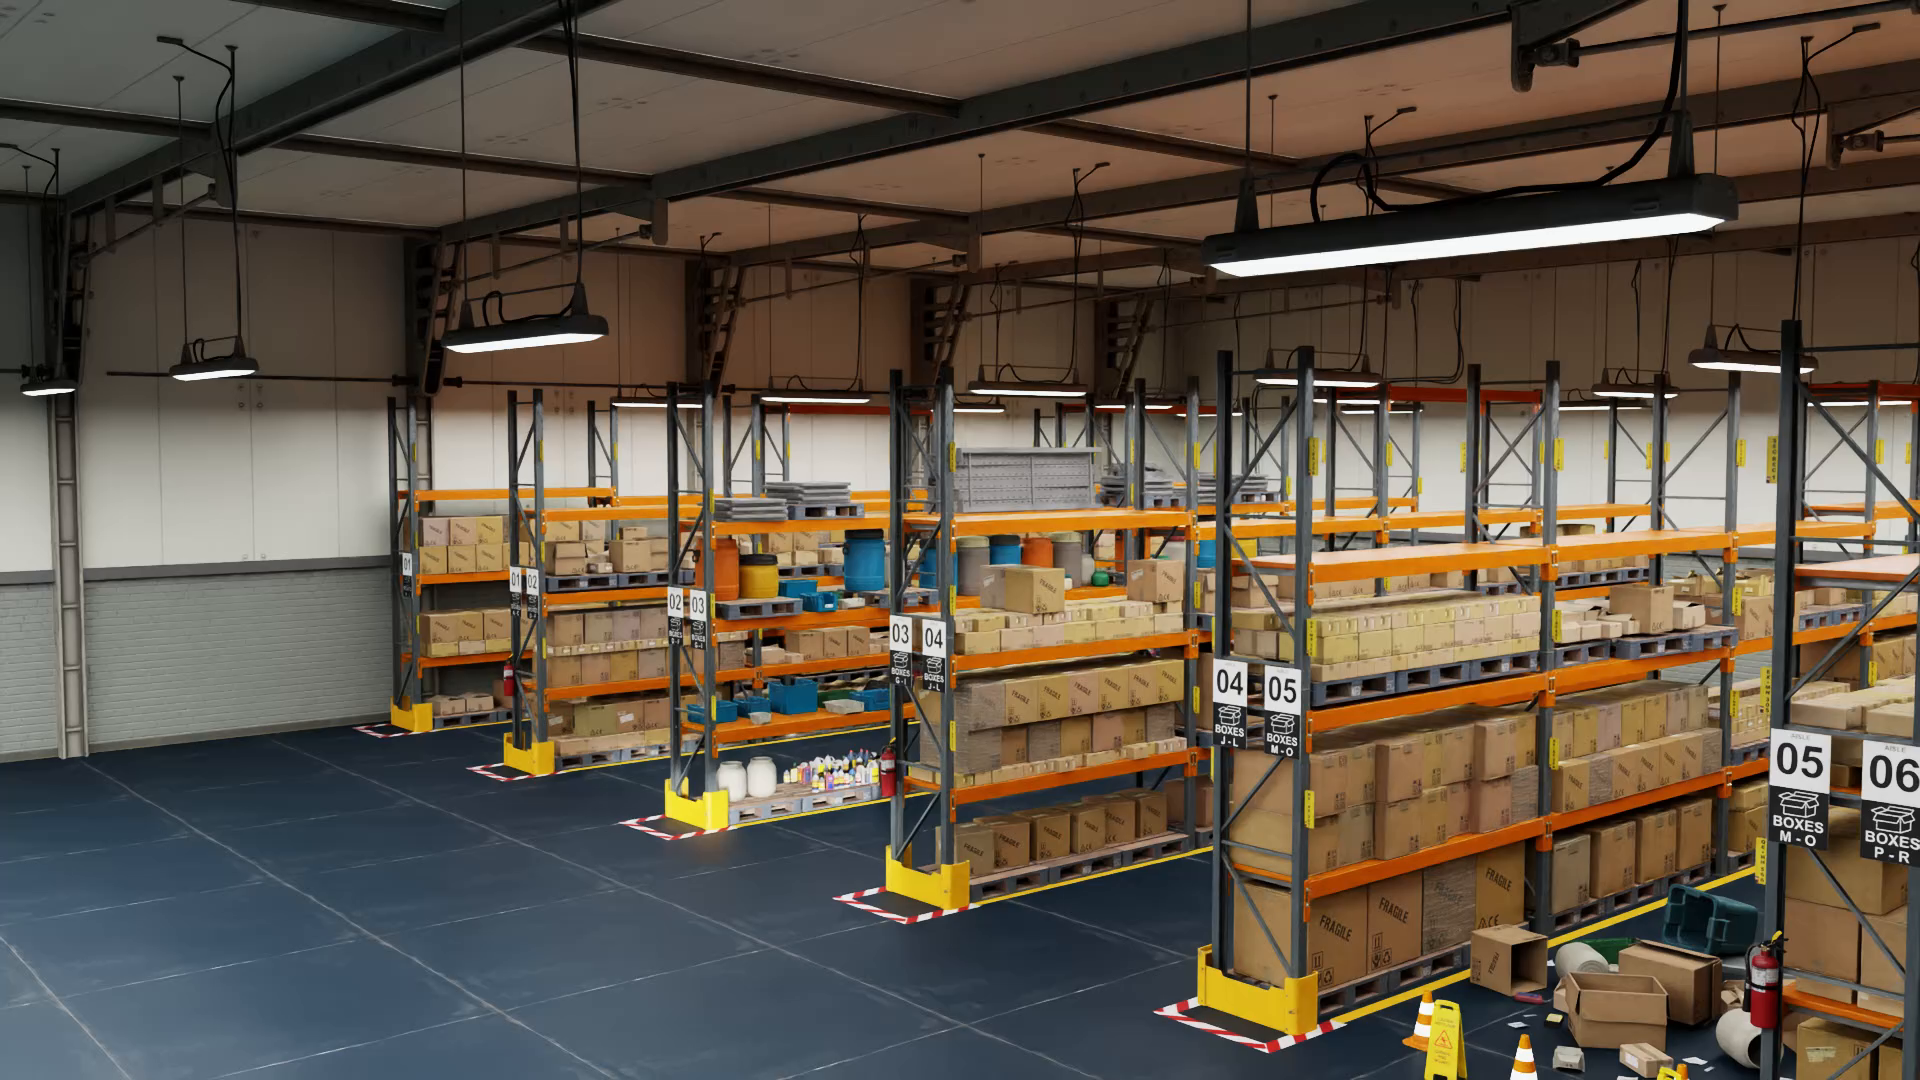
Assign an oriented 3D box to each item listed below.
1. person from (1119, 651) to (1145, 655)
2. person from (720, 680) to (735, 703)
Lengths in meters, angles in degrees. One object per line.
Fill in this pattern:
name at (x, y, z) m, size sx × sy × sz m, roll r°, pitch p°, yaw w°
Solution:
person at (3.029, 2.526, 30.109) m, size 0.683 × 1.775 × 0.880 m, roll 3°, pitch 4°, yaw 41°
person at (-4.359, 2.532, 31.009) m, size 0.578 × 1.630 × 0.529 m, roll 3°, pitch 4°, yaw 40°
